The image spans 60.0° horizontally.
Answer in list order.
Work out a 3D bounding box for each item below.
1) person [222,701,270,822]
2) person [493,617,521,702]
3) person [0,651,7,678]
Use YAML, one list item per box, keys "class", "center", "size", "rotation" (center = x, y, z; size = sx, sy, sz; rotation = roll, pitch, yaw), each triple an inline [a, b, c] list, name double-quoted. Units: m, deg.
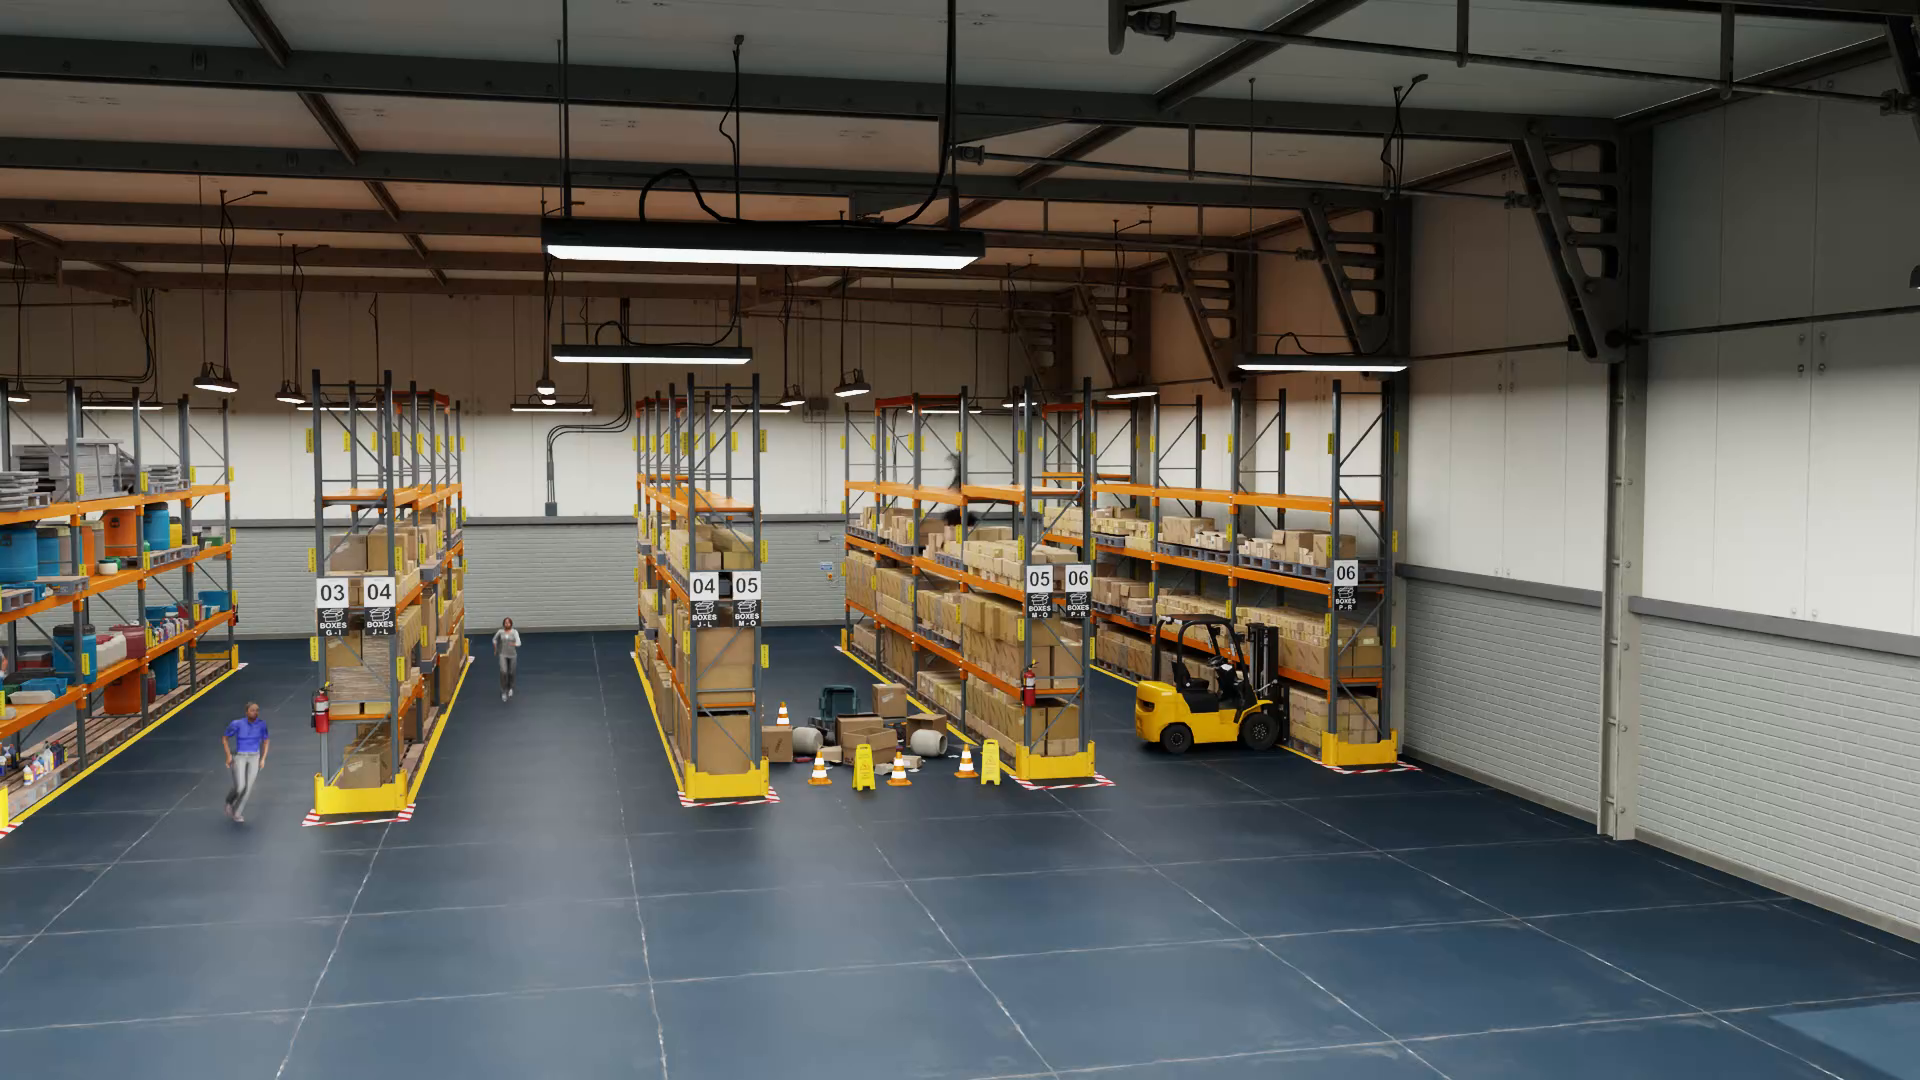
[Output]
- class: "person"
  center: [-9.484, 2.937, 22.127]
  size: [0.574, 1.593, 0.498]
  rotation: [-2, 4, -36]
- class: "person"
  center: [-8.848, 2.323, 32.497]
  size: [0.509, 1.648, 0.728]
  rotation: [-1, 3, -19]
- class: "person"
  center: [-16.581, 2.449, 28.204]
  size: [0.670, 1.781, 0.961]
  rotation: [-1, 3, -17]
